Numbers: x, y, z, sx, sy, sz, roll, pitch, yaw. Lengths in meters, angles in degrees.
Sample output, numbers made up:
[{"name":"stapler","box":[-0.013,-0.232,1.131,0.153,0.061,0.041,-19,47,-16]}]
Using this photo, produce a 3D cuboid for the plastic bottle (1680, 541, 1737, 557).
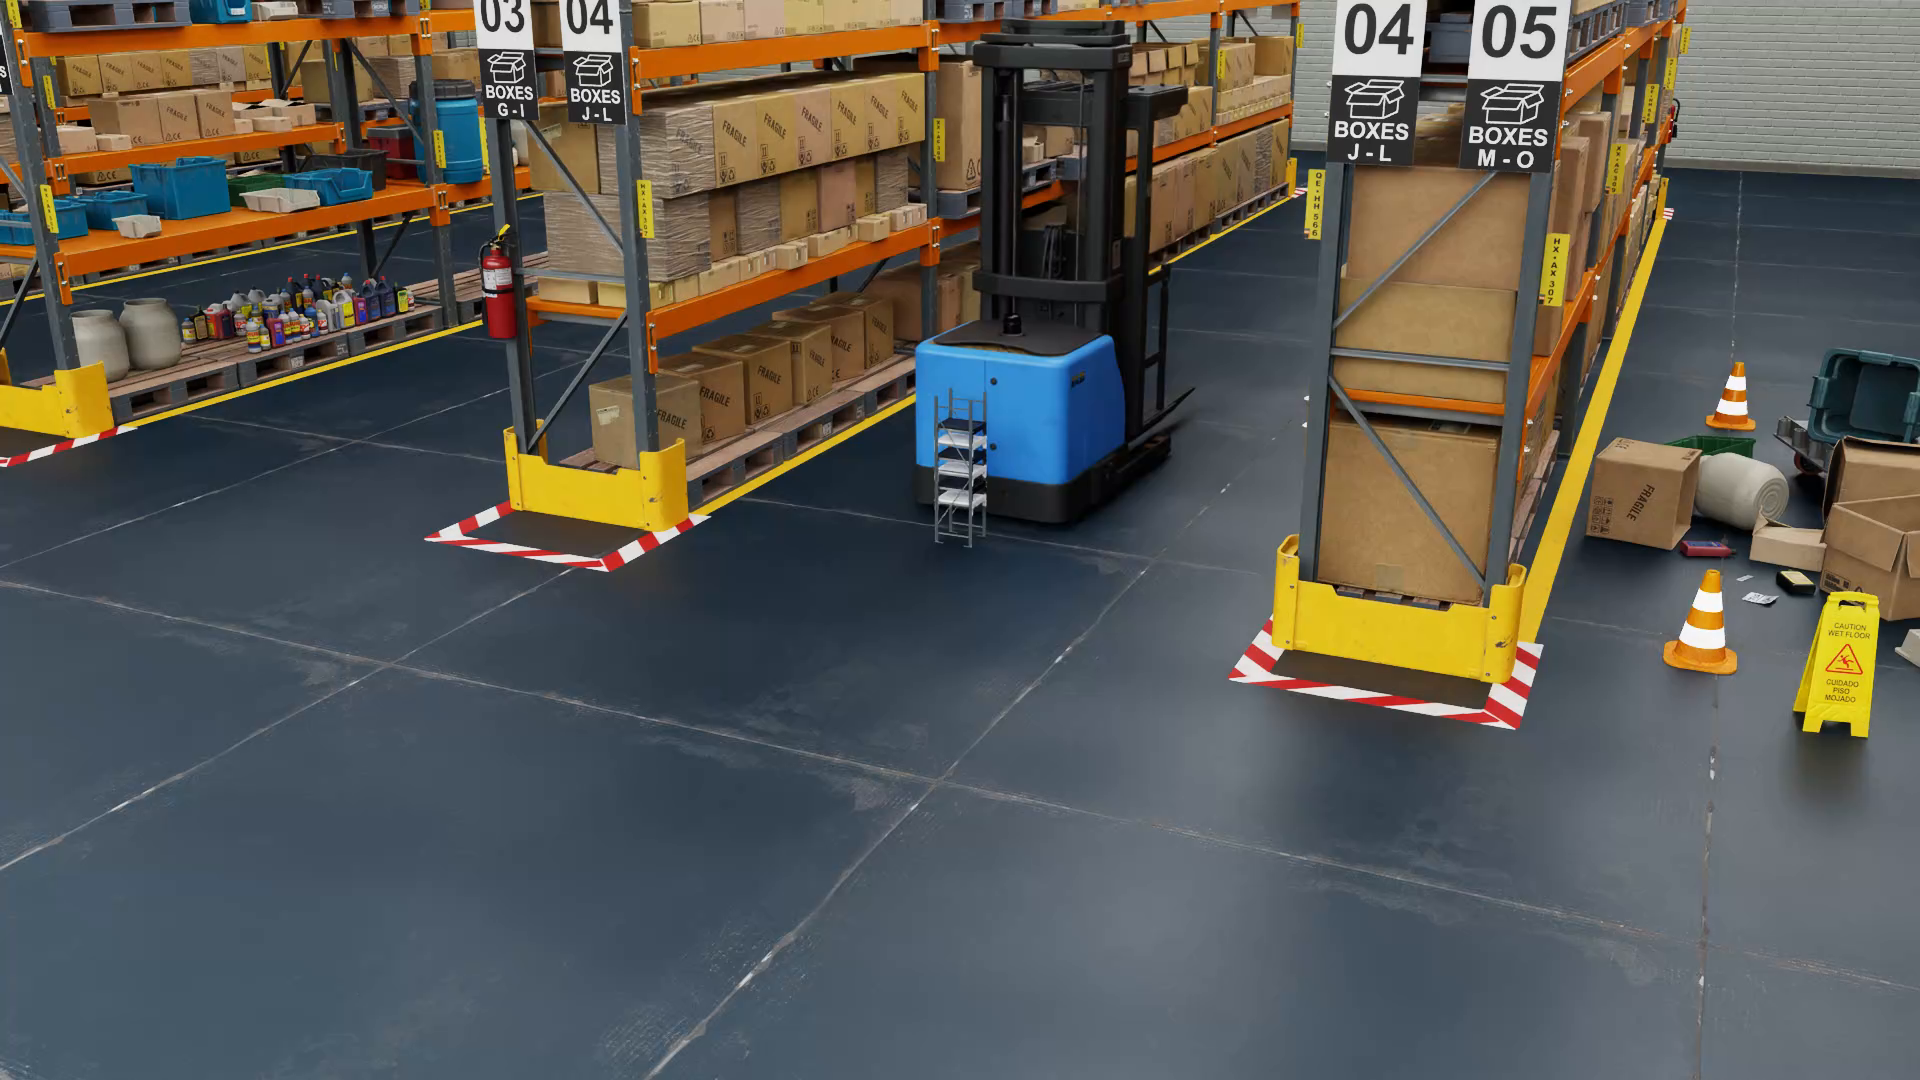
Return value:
[{"name":"plastic bottle","box":[4.380,0.054,9.726,0.283,0.061,0.133,1,20,4]}]

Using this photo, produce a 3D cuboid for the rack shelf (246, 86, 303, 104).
[{"name":"rack shelf","box":[-10.126,-7.545,27.781,1.077,0.370,4.000,9,21,23]}]

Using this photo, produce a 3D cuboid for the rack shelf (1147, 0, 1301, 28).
[{"name":"rack shelf","box":[3.431,-6.919,21.545,1.077,0.370,4.000,9,21,23]}]

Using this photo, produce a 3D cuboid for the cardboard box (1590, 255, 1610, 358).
[{"name":"cardboard box","box":[4.771,-1.996,13.834,1.050,0.750,0.750,9,21,24]}]

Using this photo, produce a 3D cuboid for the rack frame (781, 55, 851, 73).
[{"name":"rack frame","box":[-1.907,-5.913,22.119,1.000,3.000,0.127,9,21,23]}]

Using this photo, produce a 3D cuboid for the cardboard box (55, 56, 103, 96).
[{"name":"cardboard box","box":[-12.151,-6.360,22.752,0.500,0.500,0.500,9,22,24]}]

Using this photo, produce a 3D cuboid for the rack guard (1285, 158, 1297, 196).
[{"name":"rack guard","box":[4.259,-5.286,24.086,1.175,0.500,0.348,9,21,23]}]

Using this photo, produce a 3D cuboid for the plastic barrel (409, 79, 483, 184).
[{"name":"plastic barrel","box":[-4.748,-3.780,15.373,0.600,0.901,0.708,9,21,23]}]

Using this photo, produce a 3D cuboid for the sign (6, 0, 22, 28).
[{"name":"sign","box":[-6.321,-3.585,11.084,0.100,0.325,0.005,9,21,23]}]

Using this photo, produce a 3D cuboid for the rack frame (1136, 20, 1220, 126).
[{"name":"rack frame","box":[2.612,-5.233,20.208,1.000,3.000,0.127,9,21,23]}]

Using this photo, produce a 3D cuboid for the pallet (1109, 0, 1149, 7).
[{"name":"pallet","box":[1.189,-5.539,16.872,1.213,0.211,1.003,10,22,25]}]

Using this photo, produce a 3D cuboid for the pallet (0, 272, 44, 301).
[{"name":"pallet","box":[-10.064,-2.597,16.956,1.003,0.211,1.213,9,21,23]}]

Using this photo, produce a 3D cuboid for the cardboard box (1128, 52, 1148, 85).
[{"name":"cardboard box","box":[1.557,-4.950,17.766,0.797,0.503,0.637,9,22,24]}]

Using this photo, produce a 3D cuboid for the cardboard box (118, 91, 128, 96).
[{"name":"cardboard box","box":[-11.950,-6.249,23.408,0.380,0.149,0.250,8,21,22]}]

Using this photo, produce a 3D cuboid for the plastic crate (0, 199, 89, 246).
[{"name":"plastic crate","box":[-6.889,-2.369,12.374,0.499,0.251,0.616,9,21,23]}]

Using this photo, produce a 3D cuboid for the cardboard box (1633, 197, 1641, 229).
[{"name":"cardboard box","box":[6.595,-3.314,16.796,0.500,0.250,0.500,8,21,20]}]

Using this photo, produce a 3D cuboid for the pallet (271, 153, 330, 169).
[{"name":"pallet","box":[-10.563,-6.180,27.032,1.003,0.211,1.213,9,21,23]}]

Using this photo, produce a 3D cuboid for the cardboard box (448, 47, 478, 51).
[{"name":"cardboard box","box":[-6.823,-6.725,23.625,0.700,0.500,0.500,2,20,4]}]

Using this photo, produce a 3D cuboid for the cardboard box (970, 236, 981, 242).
[{"name":"cardboard box","box":[0.502,-2.661,16.049,0.700,0.500,0.500,7,21,18]}]

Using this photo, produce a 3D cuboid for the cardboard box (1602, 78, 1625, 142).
[{"name":"cardboard box","box":[5.264,-3.681,14.203,0.700,0.500,0.500,8,21,22]}]

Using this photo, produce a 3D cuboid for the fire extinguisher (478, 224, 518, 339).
[{"name":"fire extinguisher","box":[-2.770,-1.557,9.985,0.296,0.674,0.183,9,21,23]}]

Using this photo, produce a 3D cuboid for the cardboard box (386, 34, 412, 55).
[{"name":"cardboard box","box":[-9.795,-8.255,28.257,0.980,0.700,0.700,8,21,22]}]

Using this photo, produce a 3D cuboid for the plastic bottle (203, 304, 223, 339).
[{"name":"plastic bottle","box":[-6.341,-1.864,14.140,0.152,0.276,0.135,9,21,23]}]

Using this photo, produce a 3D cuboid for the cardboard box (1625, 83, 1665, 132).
[{"name":"cardboard box","box":[7.528,-4.826,18.469,0.500,0.500,0.500,8,21,22]}]

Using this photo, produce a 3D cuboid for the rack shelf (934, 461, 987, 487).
[{"name":"rack shelf","box":[0.003,-0.395,9.836,0.258,0.077,0.200,9,21,23]}]

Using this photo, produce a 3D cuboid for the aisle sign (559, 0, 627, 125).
[{"name":"aisle sign","box":[-2.054,-2.730,9.288,0.394,0.787,0.004,9,21,23]}]

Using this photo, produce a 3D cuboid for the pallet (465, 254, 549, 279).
[{"name":"pallet","box":[-4.399,-2.773,17.452,1.003,0.211,1.213,9,21,23]}]

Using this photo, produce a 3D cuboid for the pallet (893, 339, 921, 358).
[{"name":"pallet","box":[-0.347,-1.712,14.468,1.003,0.211,1.213,9,21,23]}]

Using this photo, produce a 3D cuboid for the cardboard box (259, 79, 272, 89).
[{"name":"cardboard box","box":[-10.825,-7.021,25.580,0.380,0.149,0.250,9,21,23]}]

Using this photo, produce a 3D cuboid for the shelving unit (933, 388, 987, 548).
[{"name":"shelving unit","box":[0.003,-0.426,9.825,0.258,0.900,0.210,9,21,23]}]

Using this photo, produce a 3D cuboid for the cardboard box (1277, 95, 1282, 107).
[{"name":"cardboard box","box":[4.195,-6.027,22.815,0.380,0.149,0.250,9,21,23]}]

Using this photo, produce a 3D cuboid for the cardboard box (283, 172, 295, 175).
[{"name":"cardboard box","box":[-8.052,-4.344,20.346,0.500,0.311,0.500,9,22,24]}]

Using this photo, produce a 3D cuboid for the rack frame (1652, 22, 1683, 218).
[{"name":"rack frame","box":[8.733,-5.745,21.646,1.000,3.000,0.127,9,21,23]}]

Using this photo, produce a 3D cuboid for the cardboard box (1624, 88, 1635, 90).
[{"name":"cardboard box","box":[7.000,-4.650,17.428,0.380,0.149,0.250,8,21,21]}]

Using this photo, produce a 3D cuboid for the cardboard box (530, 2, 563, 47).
[{"name":"cardboard box","box":[-2.337,-3.090,9.928,0.500,0.250,0.500,9,22,24]}]

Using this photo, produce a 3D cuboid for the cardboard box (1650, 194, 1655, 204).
[{"name":"cardboard box","box":[8.366,-4.220,20.542,0.380,0.149,0.250,9,21,24]}]

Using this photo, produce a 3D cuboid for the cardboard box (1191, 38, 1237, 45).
[{"name":"cardboard box","box":[3.395,-6.457,22.310,0.500,0.500,0.500,8,21,21]}]

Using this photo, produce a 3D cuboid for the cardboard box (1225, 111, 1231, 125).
[{"name":"cardboard box","box":[3.144,-5.240,20.602,0.380,0.149,0.250,8,21,21]}]

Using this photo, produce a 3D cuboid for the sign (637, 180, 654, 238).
[{"name":"sign","box":[-1.807,-1.899,9.539,0.100,0.325,0.005,9,21,23]}]

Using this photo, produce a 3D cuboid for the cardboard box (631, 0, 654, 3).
[{"name":"cardboard box","box":[-1.979,-3.148,9.496,0.380,0.149,0.250,8,21,22]}]

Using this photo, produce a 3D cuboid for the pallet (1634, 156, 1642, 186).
[{"name":"pallet","box":[5.652,-3.441,15.455,1.213,0.211,1.003,9,21,23]}]

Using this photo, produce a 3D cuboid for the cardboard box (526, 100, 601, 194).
[{"name":"cardboard box","box":[-2.303,-2.425,10.227,0.500,0.500,0.500,9,21,23]}]

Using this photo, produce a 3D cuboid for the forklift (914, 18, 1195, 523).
[{"name":"forklift","box":[0.813,-1.935,11.036,1.130,2.935,3.031,9,22,25]}]

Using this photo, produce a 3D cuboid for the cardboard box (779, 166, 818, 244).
[{"name":"cardboard box","box":[-1.497,-2.384,11.603,0.875,0.500,0.500,9,21,23]}]

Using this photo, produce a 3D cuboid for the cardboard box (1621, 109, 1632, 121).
[{"name":"cardboard box","box":[5.931,-3.856,15.196,0.380,0.149,0.250,8,21,21]}]

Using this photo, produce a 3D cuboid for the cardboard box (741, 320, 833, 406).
[{"name":"cardboard box","box":[-1.275,-1.314,12.292,0.500,0.500,0.500,7,21,18]}]

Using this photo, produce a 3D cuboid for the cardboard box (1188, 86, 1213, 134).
[{"name":"cardboard box","box":[2.669,-5.100,19.684,0.500,0.500,0.500,9,21,23]}]

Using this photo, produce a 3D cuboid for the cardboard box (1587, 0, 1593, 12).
[{"name":"cardboard box","box":[2.821,-2.609,7.950,0.380,0.149,0.250,9,21,23]}]

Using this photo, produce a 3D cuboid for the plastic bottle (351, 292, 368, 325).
[{"name":"plastic bottle","box":[-5.291,-2.044,14.638,0.061,0.283,0.133,10,22,26]}]

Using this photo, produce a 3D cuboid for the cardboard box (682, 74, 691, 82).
[{"name":"cardboard box","box":[-4.722,-7.689,26.965,0.500,0.500,0.500,9,22,24]}]

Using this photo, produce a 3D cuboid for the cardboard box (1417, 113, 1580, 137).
[{"name":"cardboard box","box":[3.171,-2.217,9.892,0.875,0.550,0.550,9,21,23]}]

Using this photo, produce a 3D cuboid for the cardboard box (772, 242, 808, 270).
[{"name":"cardboard box","box":[-1.265,-1.946,11.340,0.380,0.149,0.250,9,21,23]}]

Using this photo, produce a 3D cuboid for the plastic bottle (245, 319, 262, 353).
[{"name":"plastic bottle","box":[-5.794,-1.678,13.626,0.097,0.271,0.097,0,20,0]}]

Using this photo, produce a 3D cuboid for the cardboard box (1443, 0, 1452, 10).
[{"name":"cardboard box","box":[2.217,-2.697,8.199,0.380,0.149,0.250,9,21,24]}]

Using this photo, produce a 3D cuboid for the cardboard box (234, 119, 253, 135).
[{"name":"cardboard box","box":[-8.533,-4.855,19.519,0.380,0.149,0.250,10,22,27]}]
